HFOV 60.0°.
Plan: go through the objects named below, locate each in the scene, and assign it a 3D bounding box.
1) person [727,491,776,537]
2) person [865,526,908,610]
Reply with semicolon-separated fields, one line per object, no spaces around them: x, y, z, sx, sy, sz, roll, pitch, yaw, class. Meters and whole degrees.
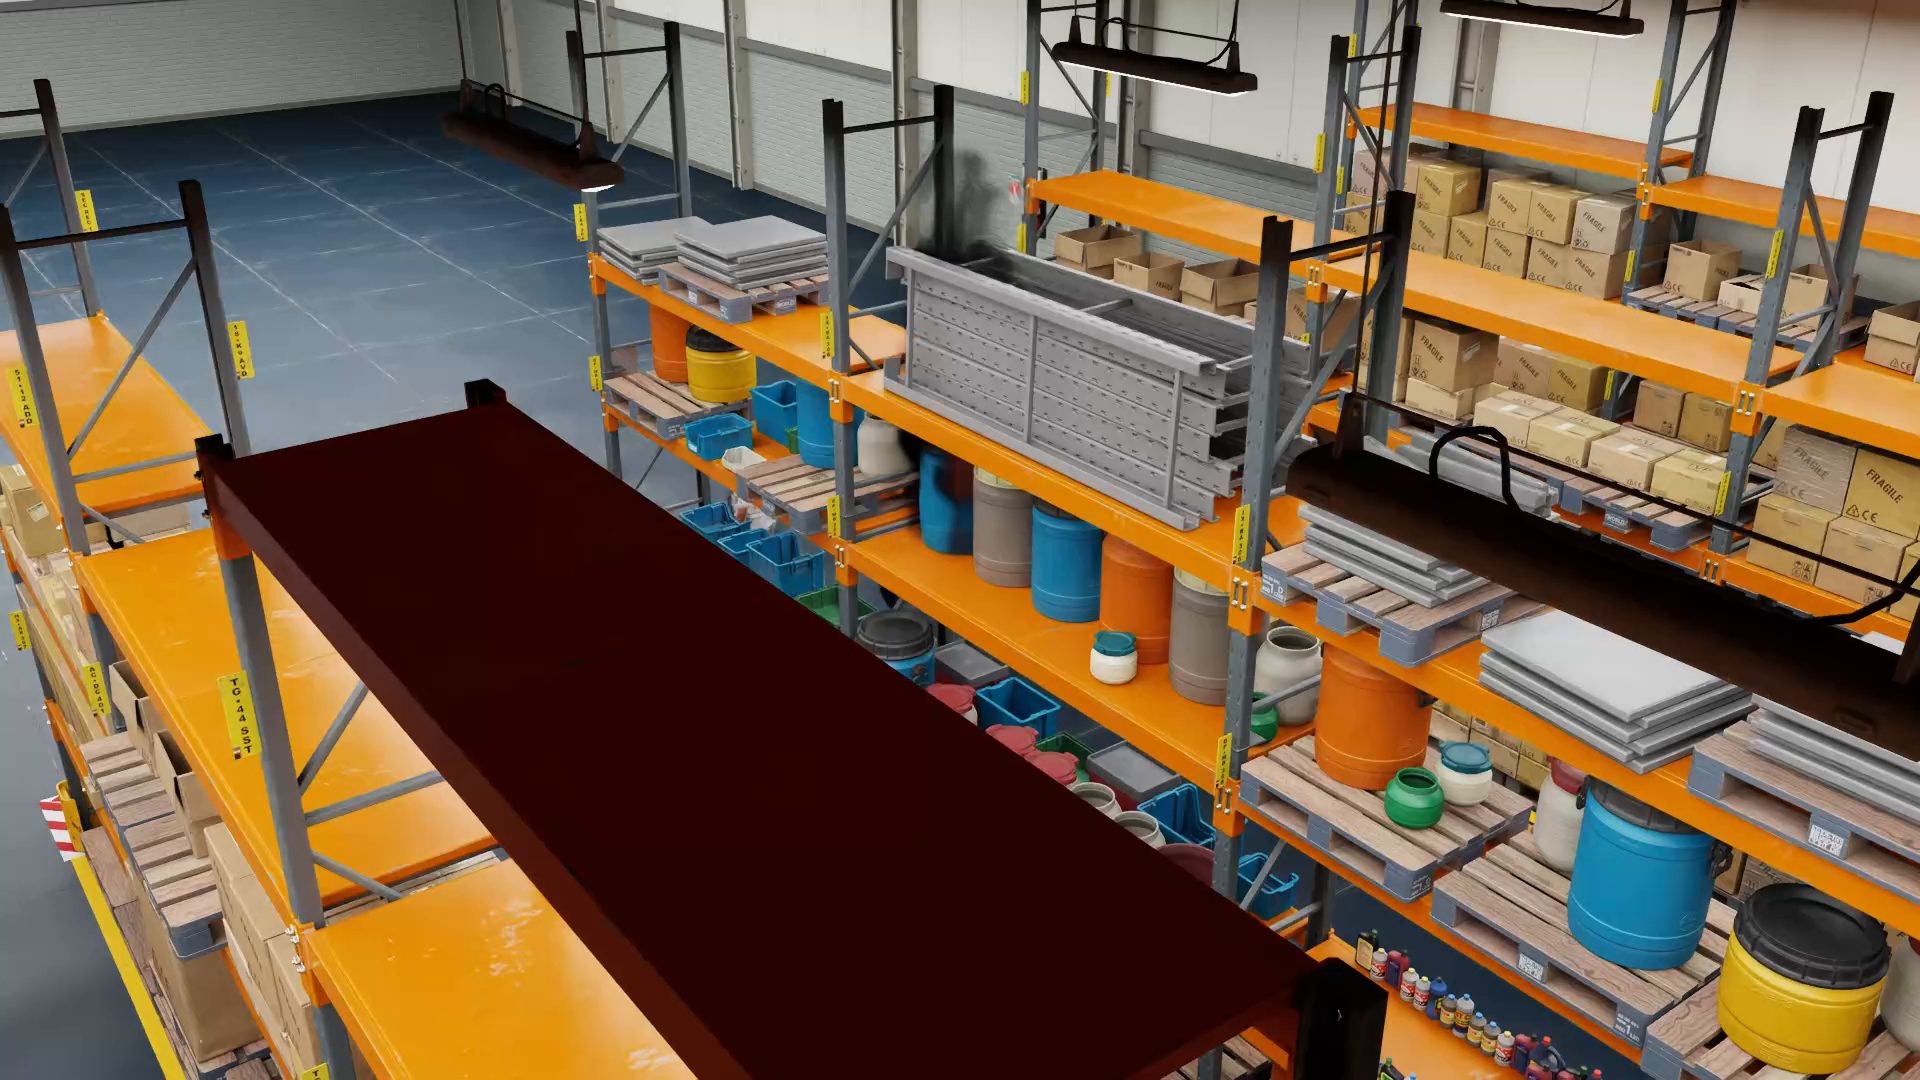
-2.113;-0.175;17.308;0.744;1.725;0.717;11;27;23;person
-0.658;0.406;16.288;0.565;1.643;0.720;-12;28;-25;person
